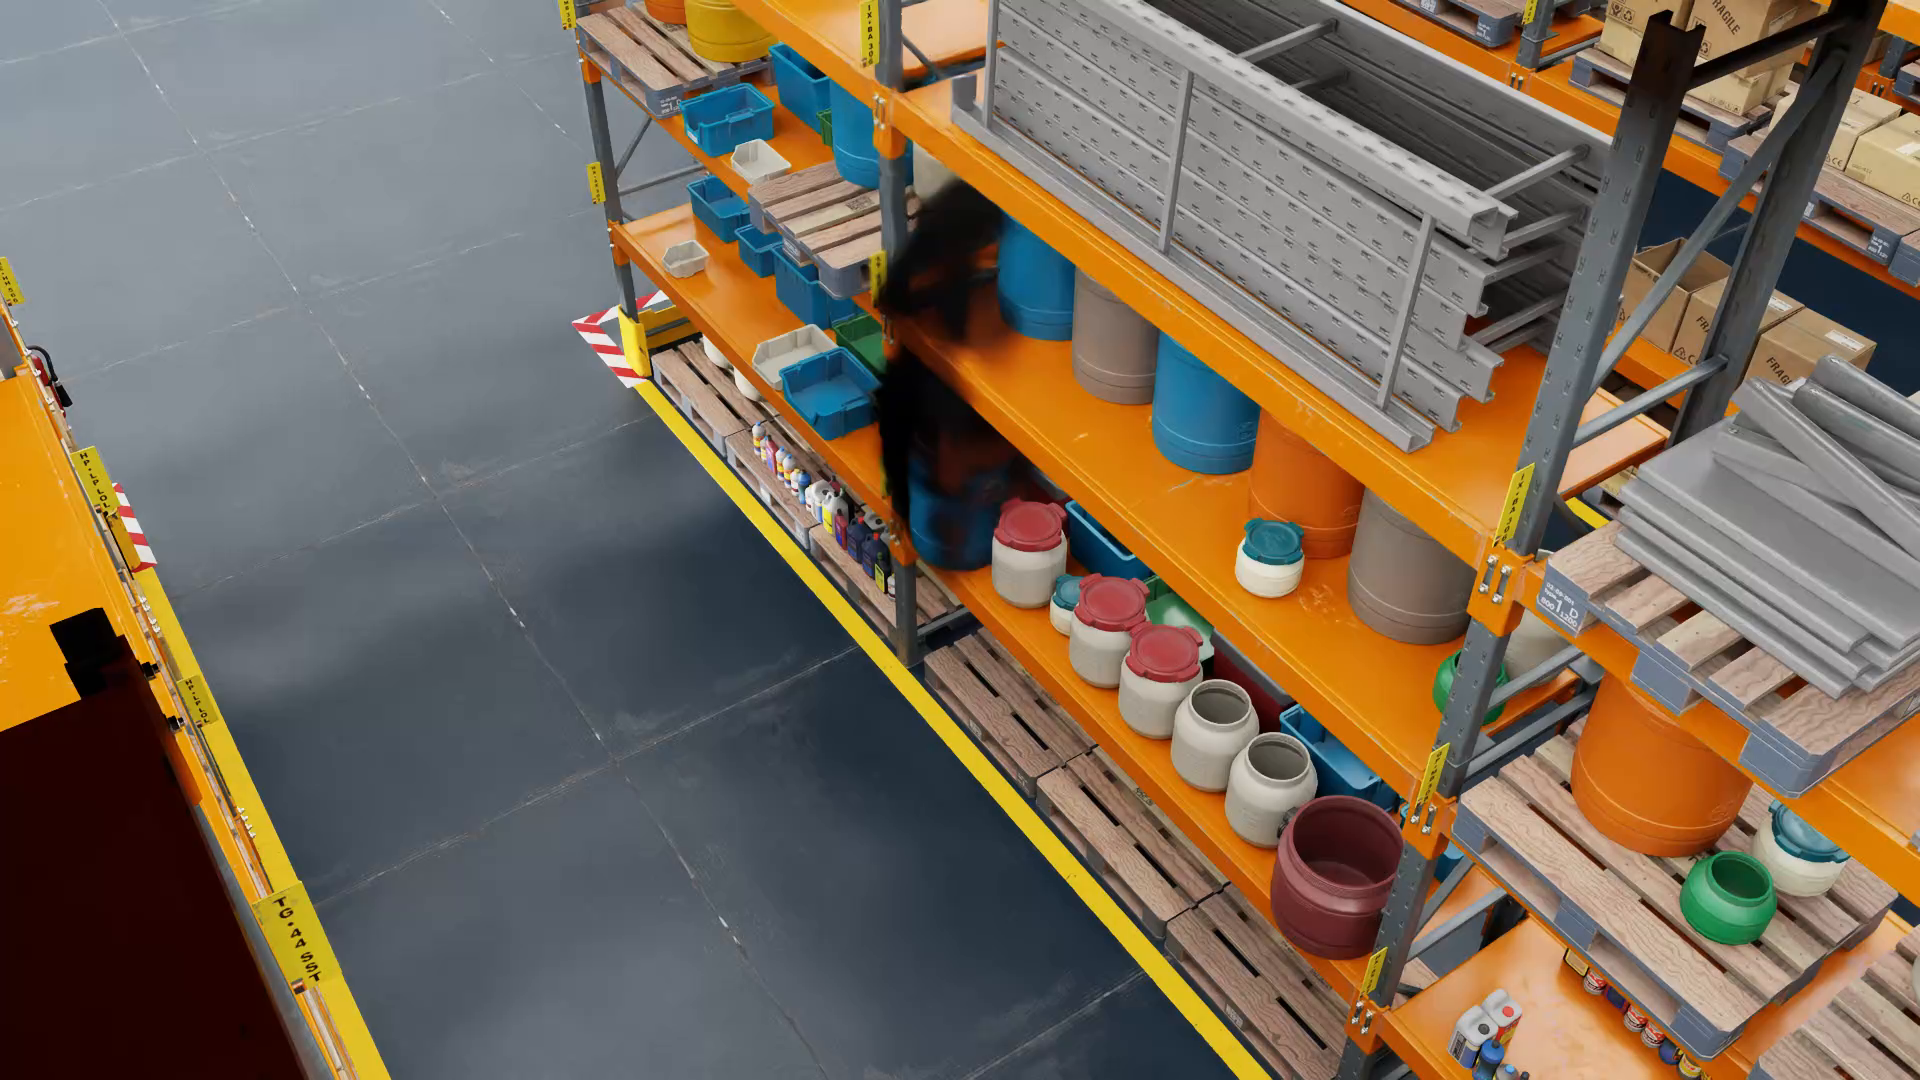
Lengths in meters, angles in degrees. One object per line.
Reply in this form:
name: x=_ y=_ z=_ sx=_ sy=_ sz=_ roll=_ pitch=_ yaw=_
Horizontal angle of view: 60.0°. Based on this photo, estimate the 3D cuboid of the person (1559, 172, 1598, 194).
person: x=5.195 y=-2.902 z=13.678 sx=0.659 sy=1.673 sz=0.614 roll=-28 pitch=50 yaw=-27

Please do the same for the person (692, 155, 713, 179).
person: x=-1.916 y=-3.089 z=13.849 sx=0.705 sy=1.760 sz=0.682 roll=12 pitch=44 yaw=13
